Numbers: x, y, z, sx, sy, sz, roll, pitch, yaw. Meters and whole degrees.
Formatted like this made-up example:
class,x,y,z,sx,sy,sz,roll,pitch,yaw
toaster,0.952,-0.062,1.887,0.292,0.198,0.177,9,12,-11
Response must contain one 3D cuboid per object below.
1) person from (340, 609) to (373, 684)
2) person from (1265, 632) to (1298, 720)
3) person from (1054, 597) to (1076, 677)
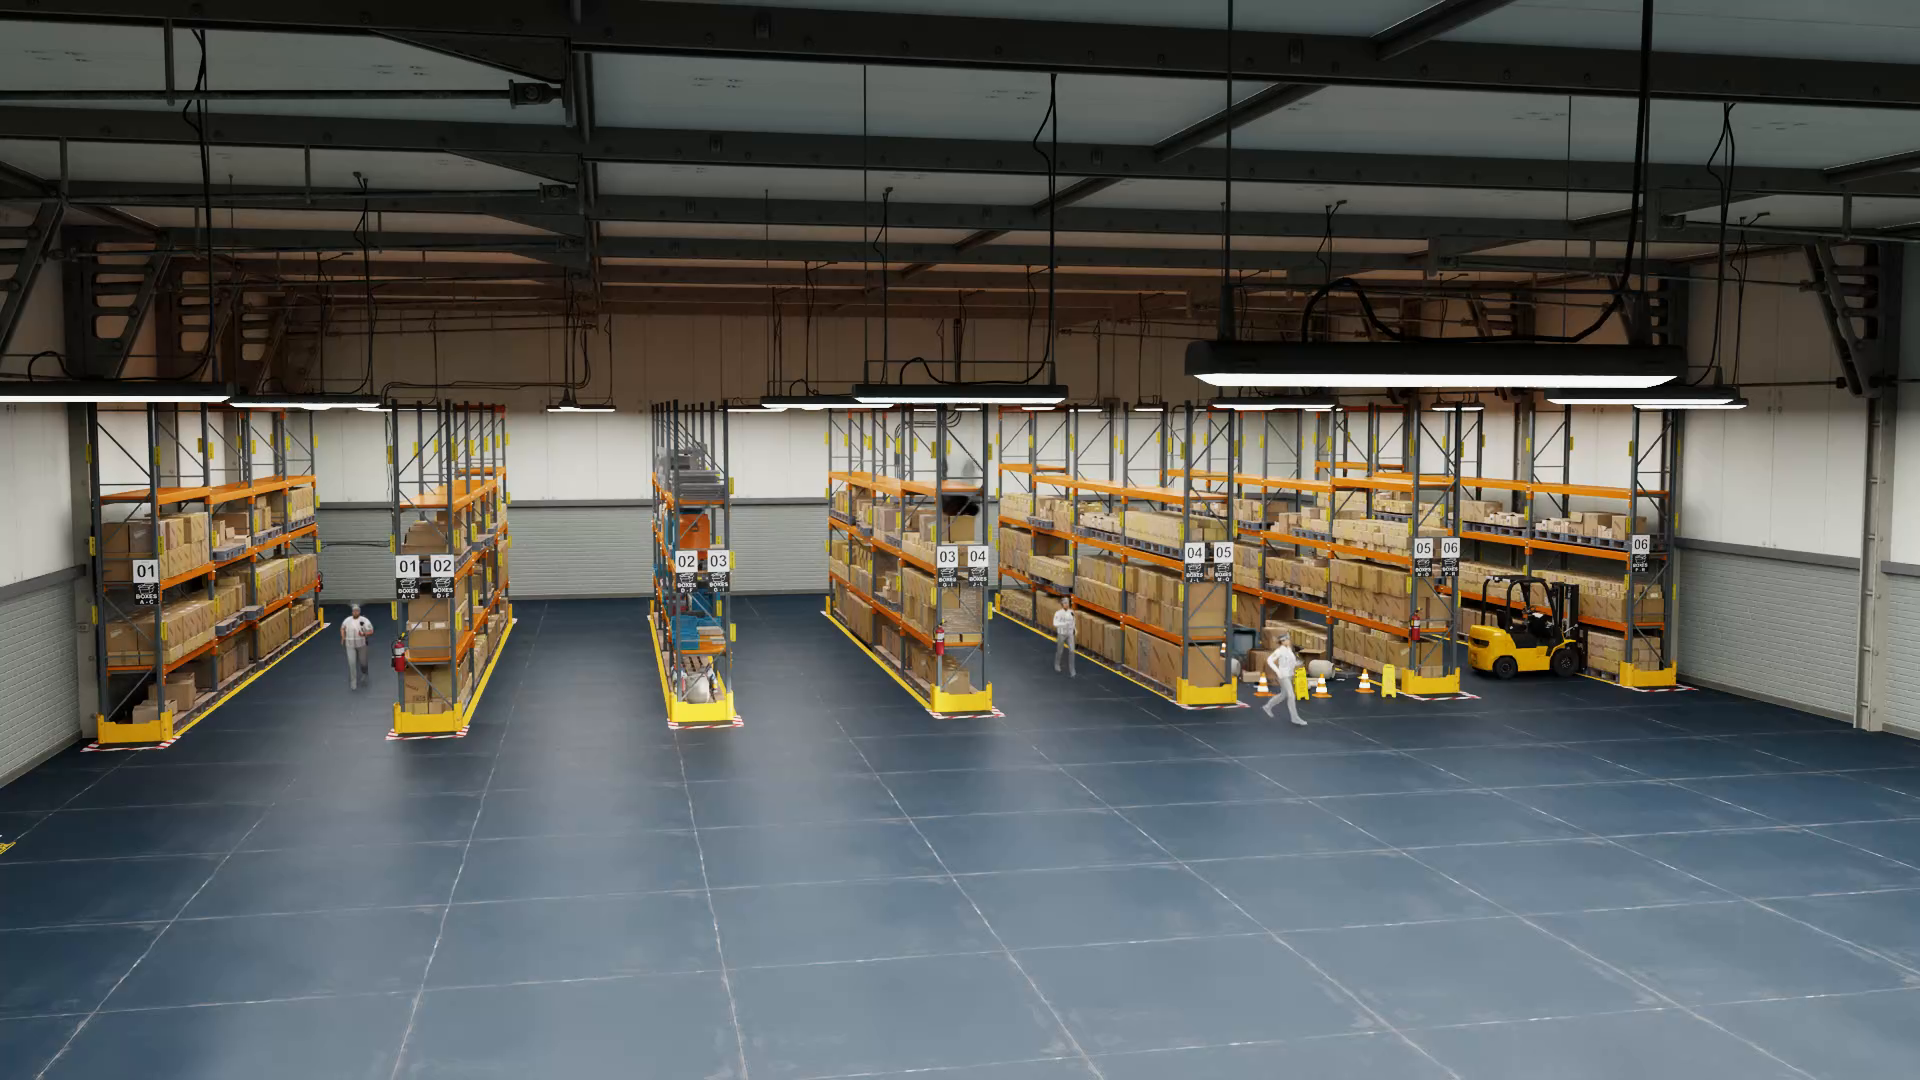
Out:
class,x,y,z,sx,sy,sz,roll,pitch,yaw
person,-12.658,2.200,34.897,0.673,1.639,0.775,-1,4,-14
person,5.972,2.495,30.832,0.735,1.608,0.372,3,5,35
person,2.320,2.103,36.569,0.598,1.715,0.884,-1,4,-16
